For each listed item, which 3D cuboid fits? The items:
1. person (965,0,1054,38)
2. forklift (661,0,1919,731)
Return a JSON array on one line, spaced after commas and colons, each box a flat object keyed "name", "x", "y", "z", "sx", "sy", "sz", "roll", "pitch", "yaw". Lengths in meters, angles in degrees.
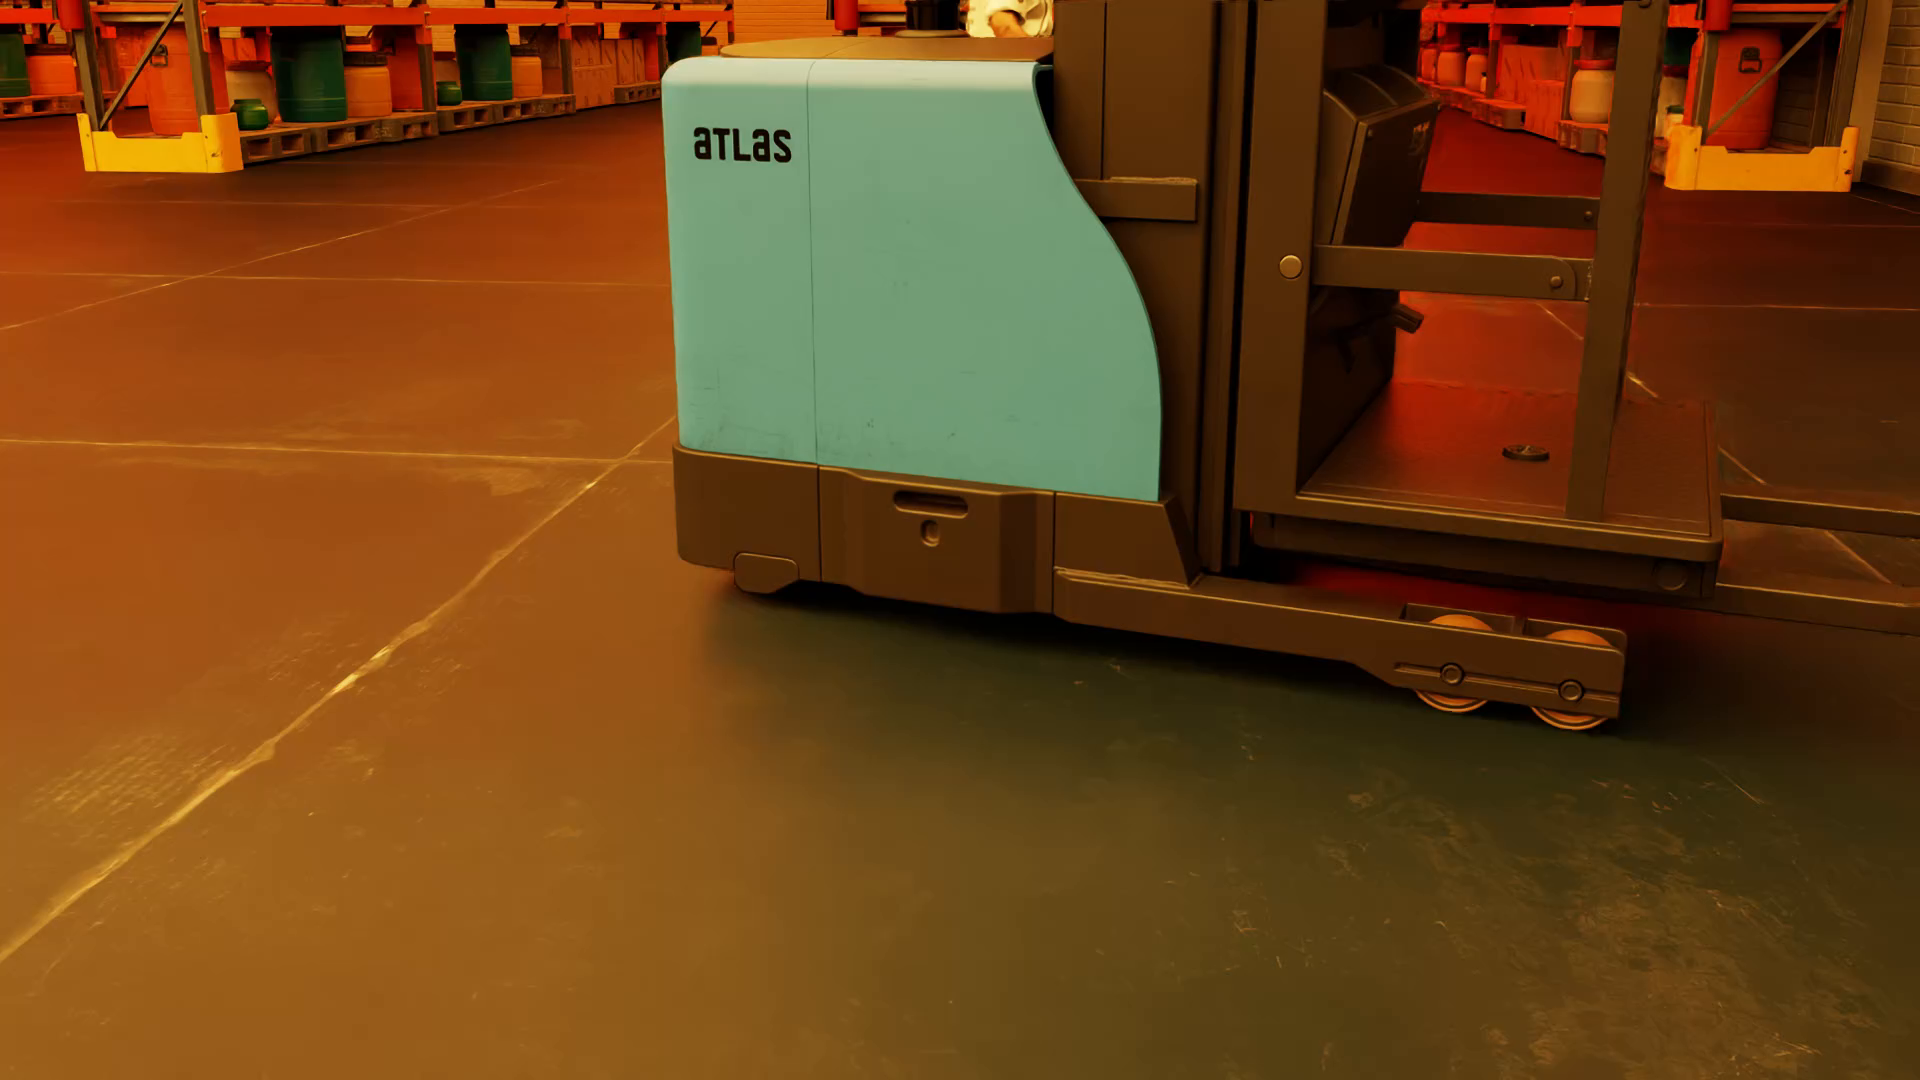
[{"name": "person", "x": 0.251, "y": -1.406, "z": 5.702, "sx": 0.630, "sy": 1.622, "sz": 0.719, "roll": -2, "pitch": 18, "yaw": -5}, {"name": "forklift", "x": 0.973, "y": -1.258, "z": 2.942, "sx": 3.031, "sy": 2.935, "sz": 1.130, "roll": 7, "pitch": 19, "yaw": 22}]
